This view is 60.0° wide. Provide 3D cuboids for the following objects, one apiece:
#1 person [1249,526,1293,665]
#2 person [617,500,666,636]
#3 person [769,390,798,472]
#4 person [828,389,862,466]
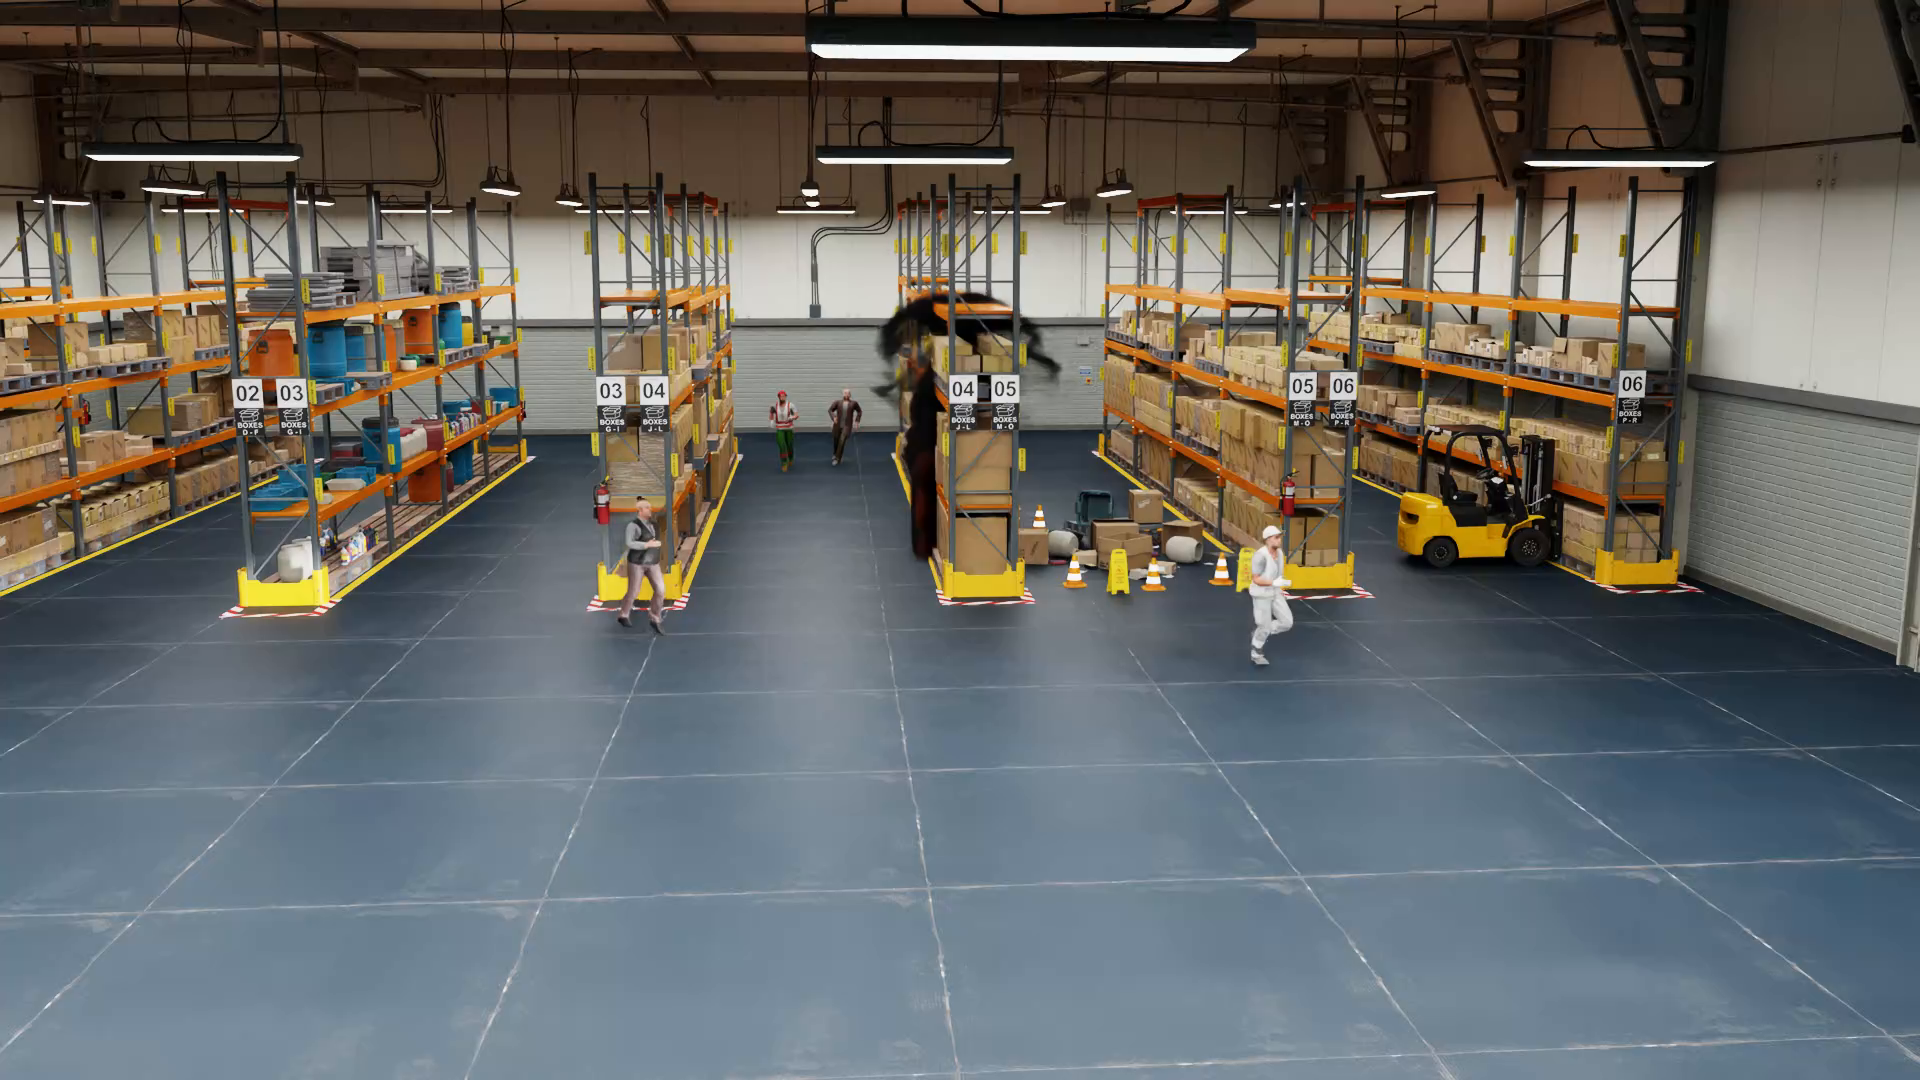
[{"bbox_3d":[3.734,0.674,19.863,0.707,1.728,0.657,-9,13,-41],"label":"person"},{"bbox_3d":[-4.127,0.356,21.735,0.812,1.769,0.639,9,14,42],"label":"person"},{"bbox_3d":[-3.977,-2.485,37.585,0.661,1.806,0.889,-1,10,-3],"label":"person"},{"bbox_3d":[-2.673,-2.594,38.450,0.772,1.681,1.030,1,10,4],"label":"person"}]
